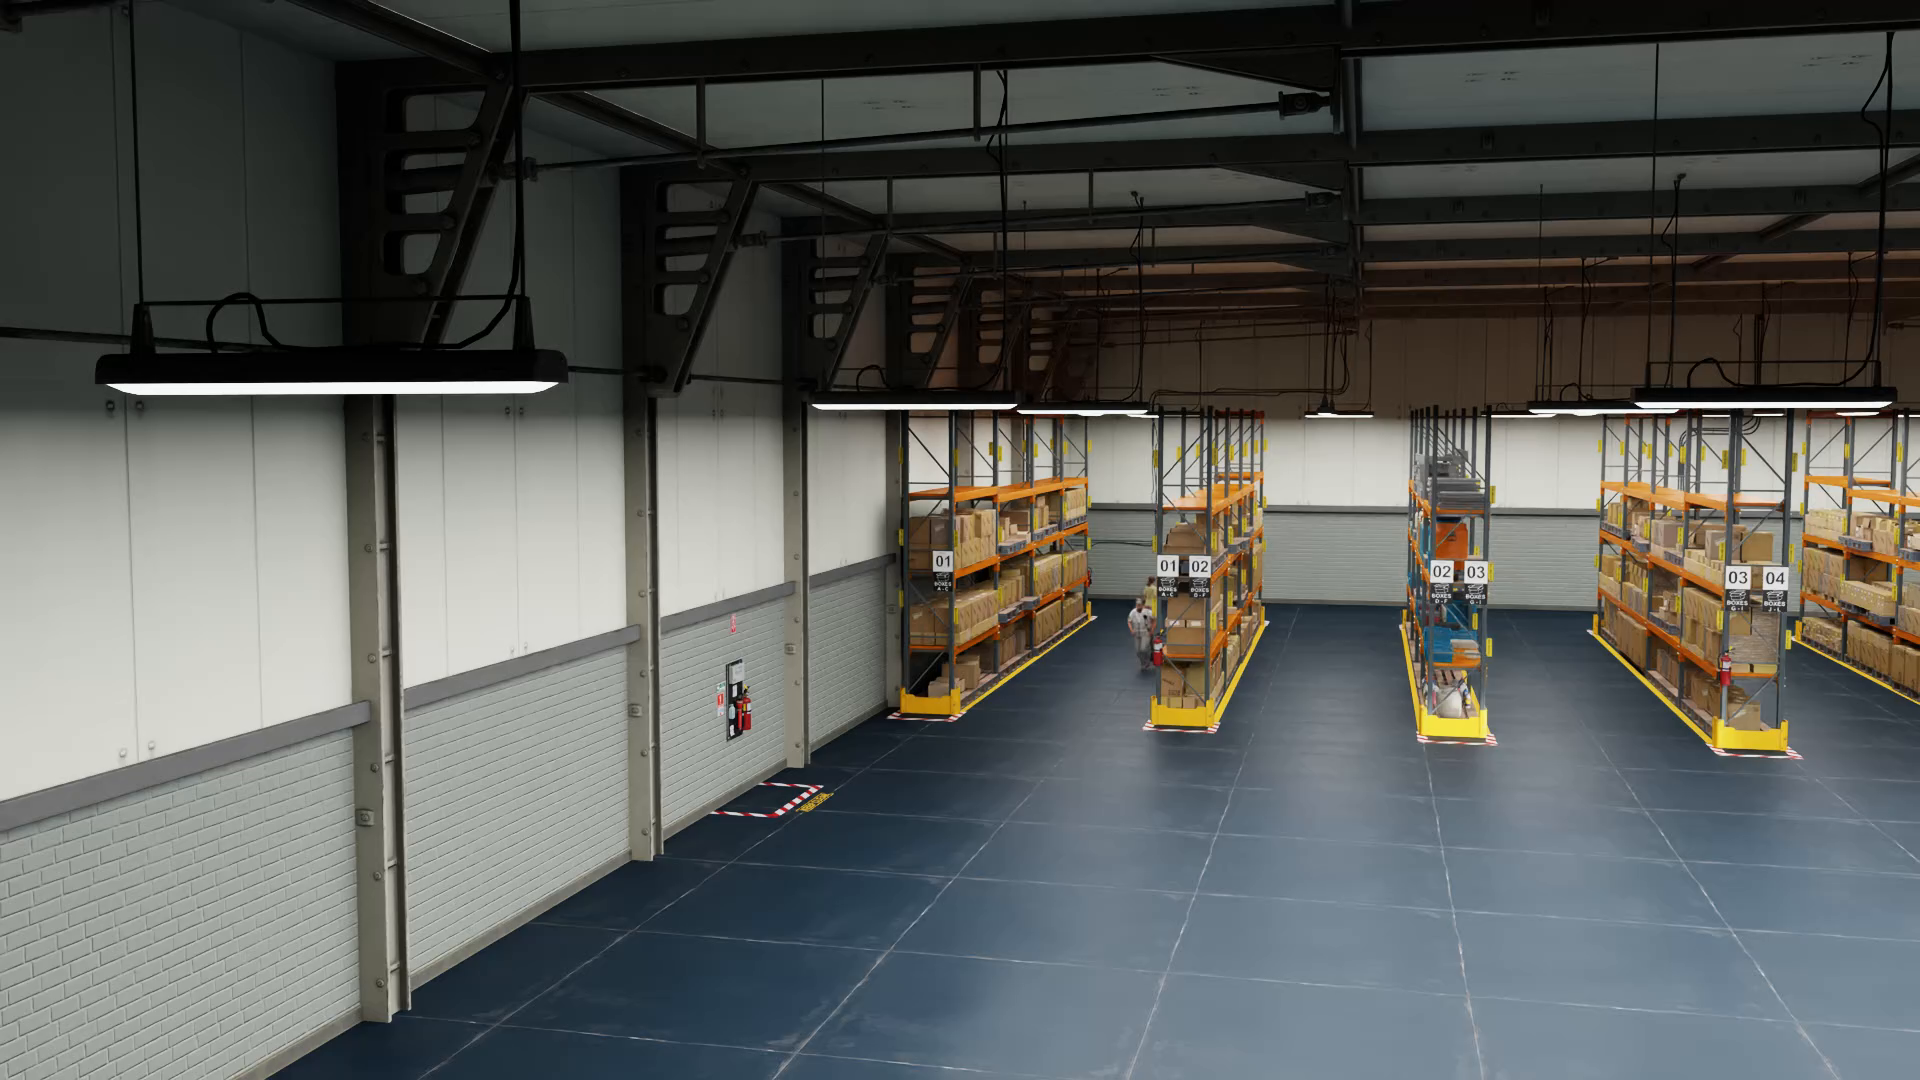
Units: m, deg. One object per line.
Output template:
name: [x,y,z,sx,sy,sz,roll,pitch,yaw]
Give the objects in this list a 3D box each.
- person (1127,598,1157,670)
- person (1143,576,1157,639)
person: [4.195,2.149,38.110,0.703,1.692,0.729,2,4,23]
person: [4.961,1.771,43.465,0.517,1.671,0.486,-3,5,-40]
